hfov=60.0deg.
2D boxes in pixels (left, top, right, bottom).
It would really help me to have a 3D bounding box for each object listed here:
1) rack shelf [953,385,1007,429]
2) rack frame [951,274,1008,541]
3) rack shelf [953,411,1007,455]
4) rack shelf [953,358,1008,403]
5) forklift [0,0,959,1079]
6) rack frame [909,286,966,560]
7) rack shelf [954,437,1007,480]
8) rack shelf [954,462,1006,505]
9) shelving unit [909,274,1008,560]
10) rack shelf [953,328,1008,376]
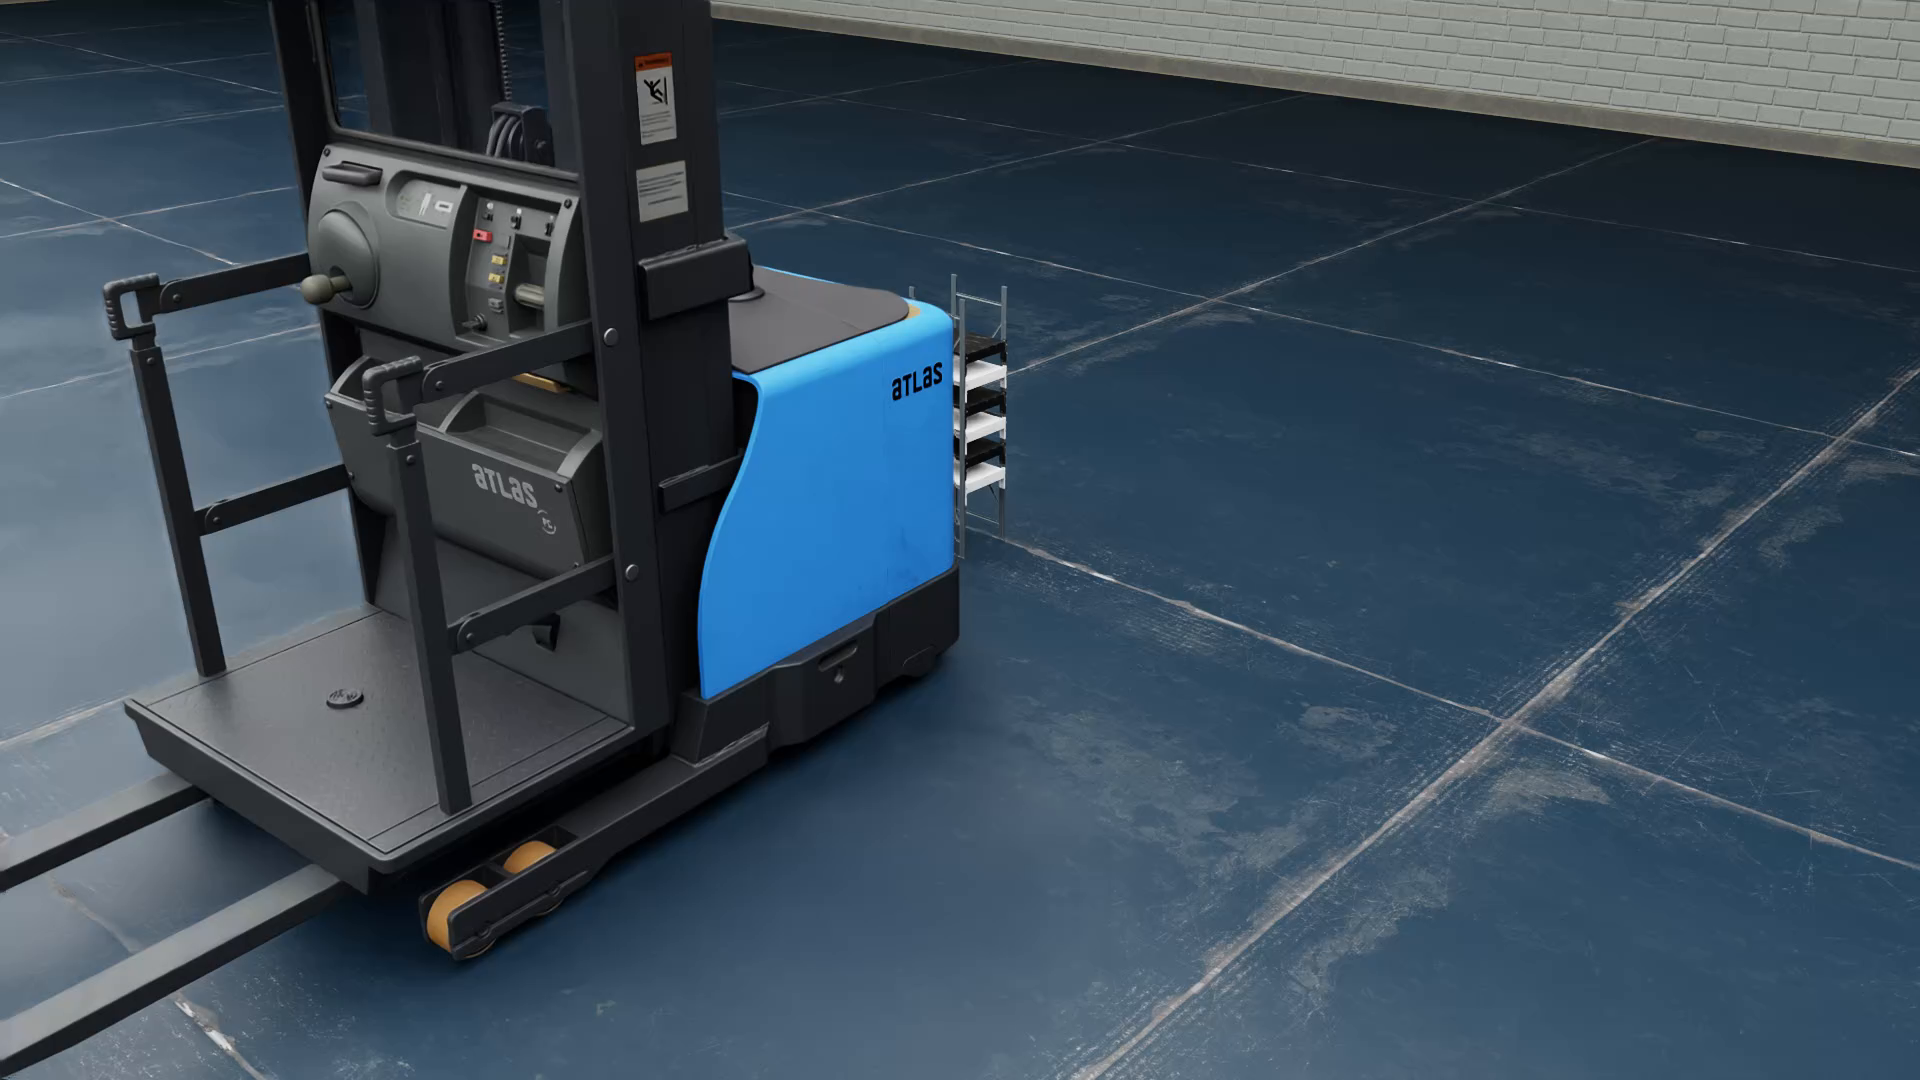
[{"bbox_3d":[-0.005,-0.460,5.537,0.258,0.077,0.200,20,31,38],"label":"rack shelf"},{"bbox_3d":[0.062,-0.439,5.629,0.240,0.900,0.006,20,31,38],"label":"rack frame"},{"bbox_3d":[-0.005,-0.378,5.574,0.258,0.077,0.200,20,31,38],"label":"rack shelf"},{"bbox_3d":[-0.005,-0.542,5.500,0.258,0.077,0.200,20,31,38],"label":"rack shelf"},{"bbox_3d":[-1.309,-0.641,3.597,1.130,2.935,3.031,18,30,34],"label":"forklift"},{"bbox_3d":[-0.073,-0.377,5.491,0.240,0.900,0.006,20,31,38],"label":"rack frame"},{"bbox_3d":[-0.005,-0.296,5.611,0.258,0.077,0.200,20,31,38],"label":"rack shelf"},{"bbox_3d":[-0.005,-0.213,5.648,0.258,0.077,0.200,20,31,38],"label":"rack shelf"},{"bbox_3d":[-0.005,-0.408,5.560,0.258,0.900,0.210,20,31,38],"label":"shelving unit"},{"bbox_3d":[-0.005,-0.624,5.464,0.258,0.077,0.200,20,31,38],"label":"rack shelf"}]
